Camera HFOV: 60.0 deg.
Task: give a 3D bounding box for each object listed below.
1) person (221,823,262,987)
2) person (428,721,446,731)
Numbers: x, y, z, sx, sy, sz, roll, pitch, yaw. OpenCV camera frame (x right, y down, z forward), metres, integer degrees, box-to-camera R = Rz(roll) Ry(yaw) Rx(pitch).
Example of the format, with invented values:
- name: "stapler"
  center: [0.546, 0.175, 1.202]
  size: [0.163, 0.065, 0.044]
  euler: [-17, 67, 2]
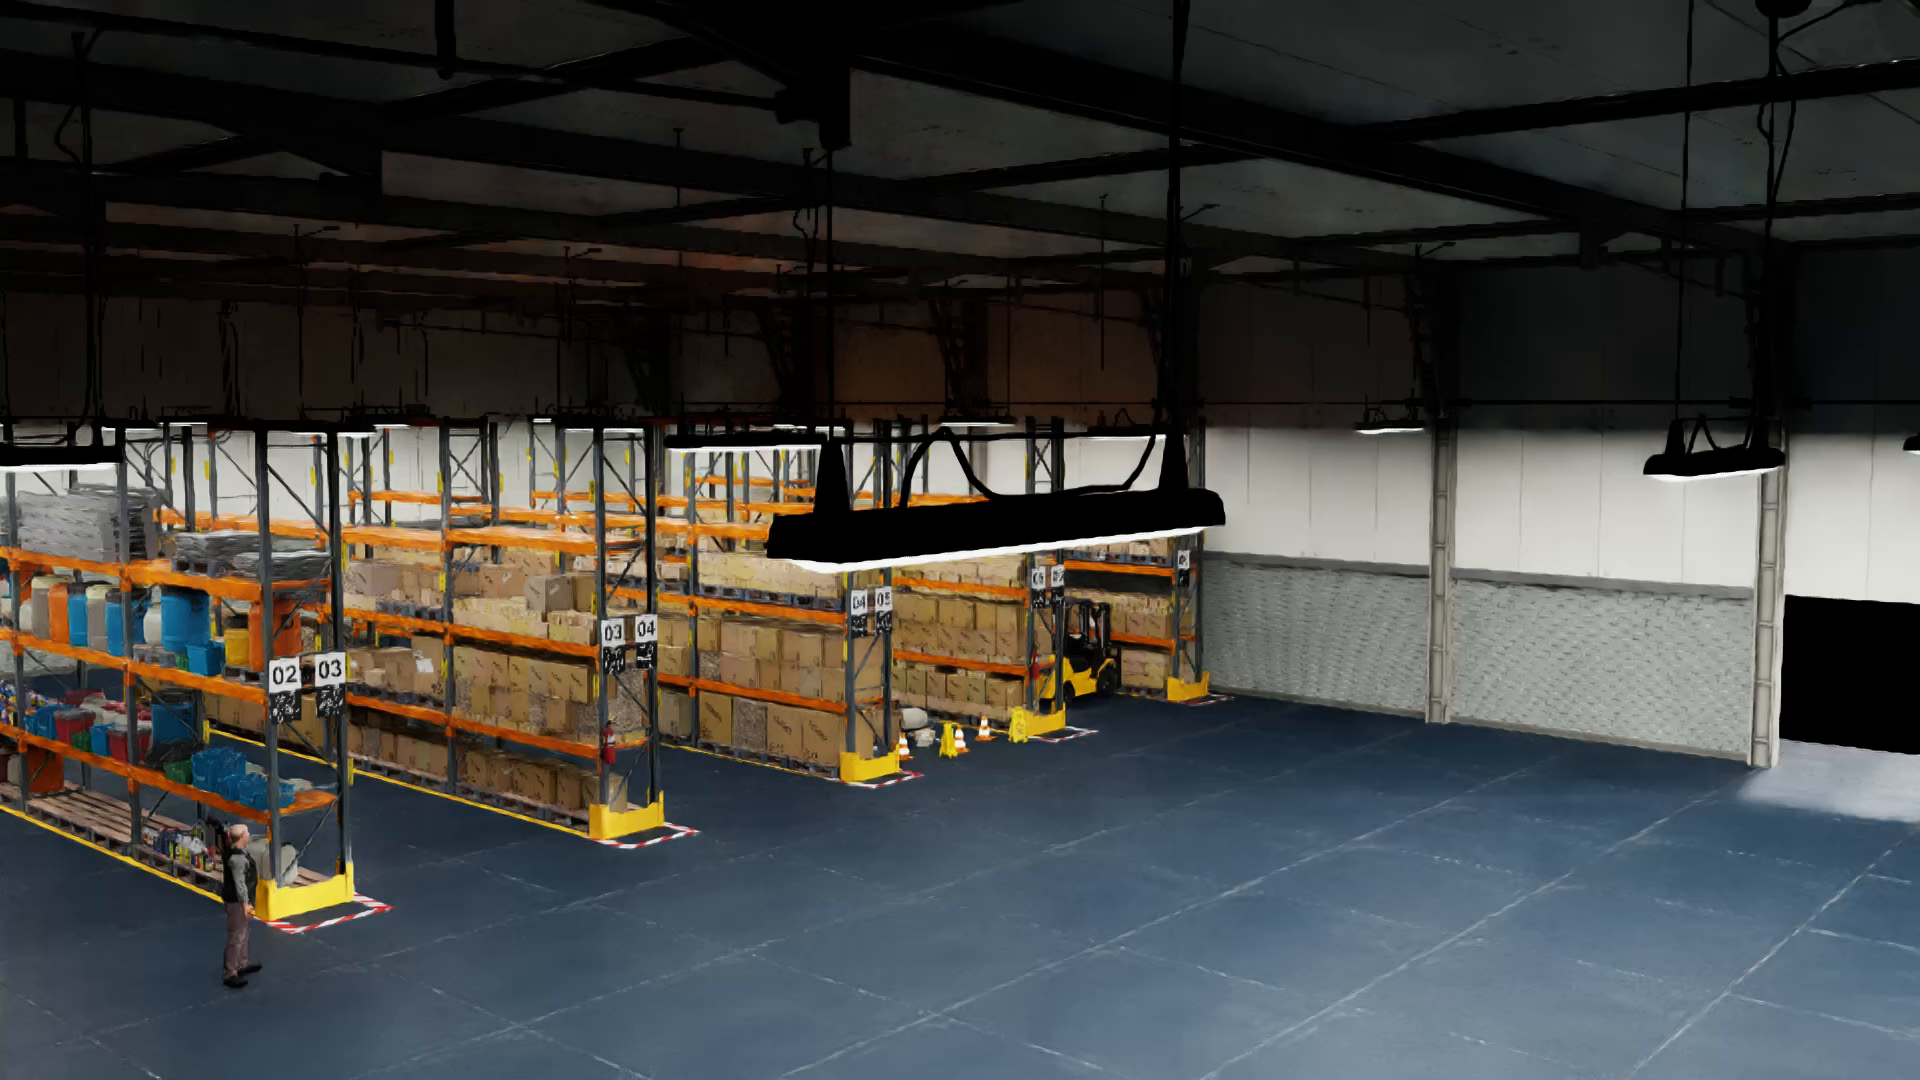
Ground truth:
- name: "person"
  center: [-7.868, 3.948, 18.166]
  size: [0.431, 1.725, 0.609]
  euler: [-2, 5, -27]
- name: "person"
  center: [-9.917, 2.830, 31.869]
  size: [1.042, 1.716, 0.591]
  euler: [4, 6, 40]
